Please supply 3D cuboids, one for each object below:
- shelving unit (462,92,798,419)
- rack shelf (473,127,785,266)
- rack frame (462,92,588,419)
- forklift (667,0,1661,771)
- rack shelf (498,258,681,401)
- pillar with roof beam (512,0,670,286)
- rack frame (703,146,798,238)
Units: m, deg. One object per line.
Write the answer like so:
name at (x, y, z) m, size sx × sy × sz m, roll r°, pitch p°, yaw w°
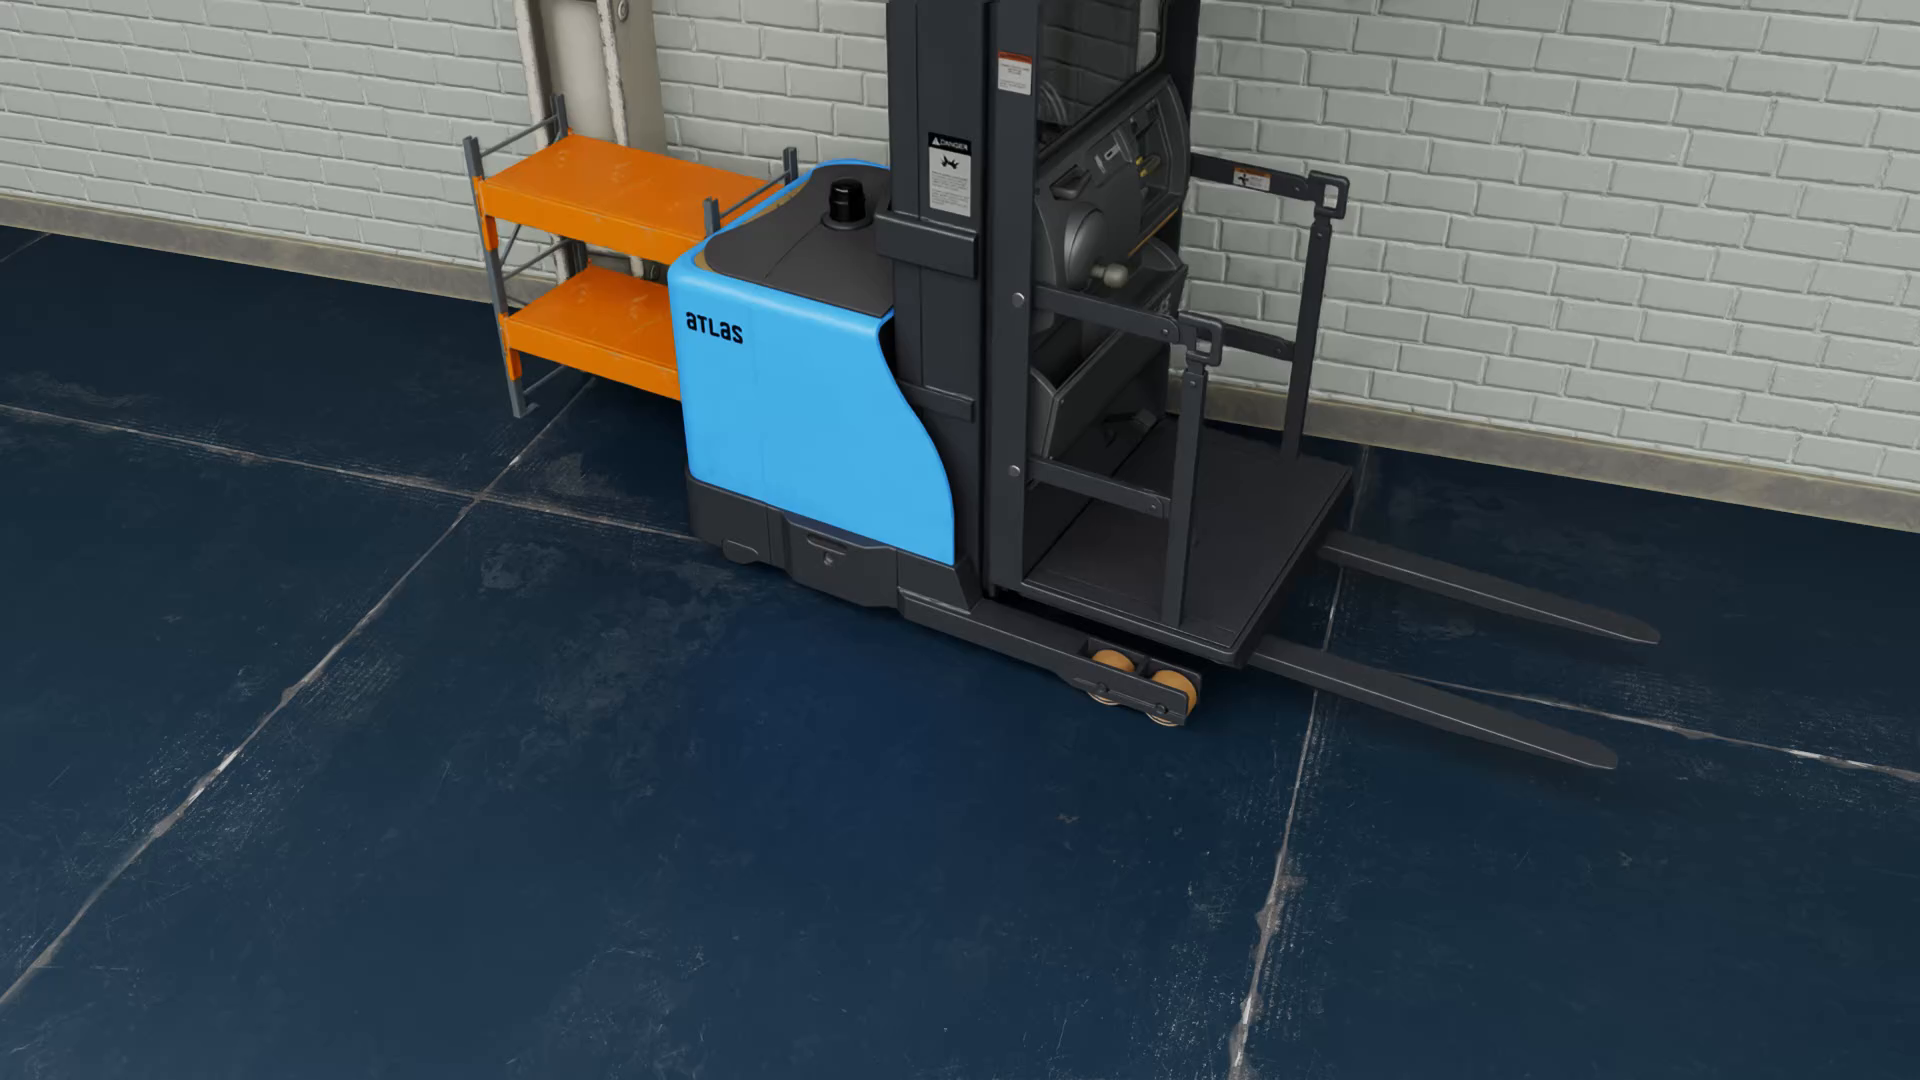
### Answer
shelving unit at (-1.136, -0.905, 6.030) m, size 1.048 × 1.125 × 0.538 m, roll 18°, pitch 40°, yaw 23°
rack shelf at (-1.136, -1.140, 5.857) m, size 1.000 × 0.278 × 0.538 m, roll 18°, pitch 40°, yaw 23°
rack frame at (-1.580, -1.051, 6.229) m, size 0.032 × 1.125 × 0.500 m, roll 18°, pitch 40°, yaw 23°
forklift at (0.621, -0.984, 4.615) m, size 3.031 × 2.935 × 1.130 m, roll 18°, pitch 40°, yaw 23°
rack shelf at (-1.136, -0.708, 6.175) m, size 1.000 × 0.278 × 0.538 m, roll 18°, pitch 40°, yaw 23°
pillar with roof beam at (-2.652, -2.009, 0.889) m, size 0.400 × 9.000 × 9.100 m, roll 10°, pitch 38°, yaw 14°
rack frame at (-0.691, -0.759, 5.832) m, size 0.032 × 1.125 × 0.500 m, roll 18°, pitch 40°, yaw 23°
